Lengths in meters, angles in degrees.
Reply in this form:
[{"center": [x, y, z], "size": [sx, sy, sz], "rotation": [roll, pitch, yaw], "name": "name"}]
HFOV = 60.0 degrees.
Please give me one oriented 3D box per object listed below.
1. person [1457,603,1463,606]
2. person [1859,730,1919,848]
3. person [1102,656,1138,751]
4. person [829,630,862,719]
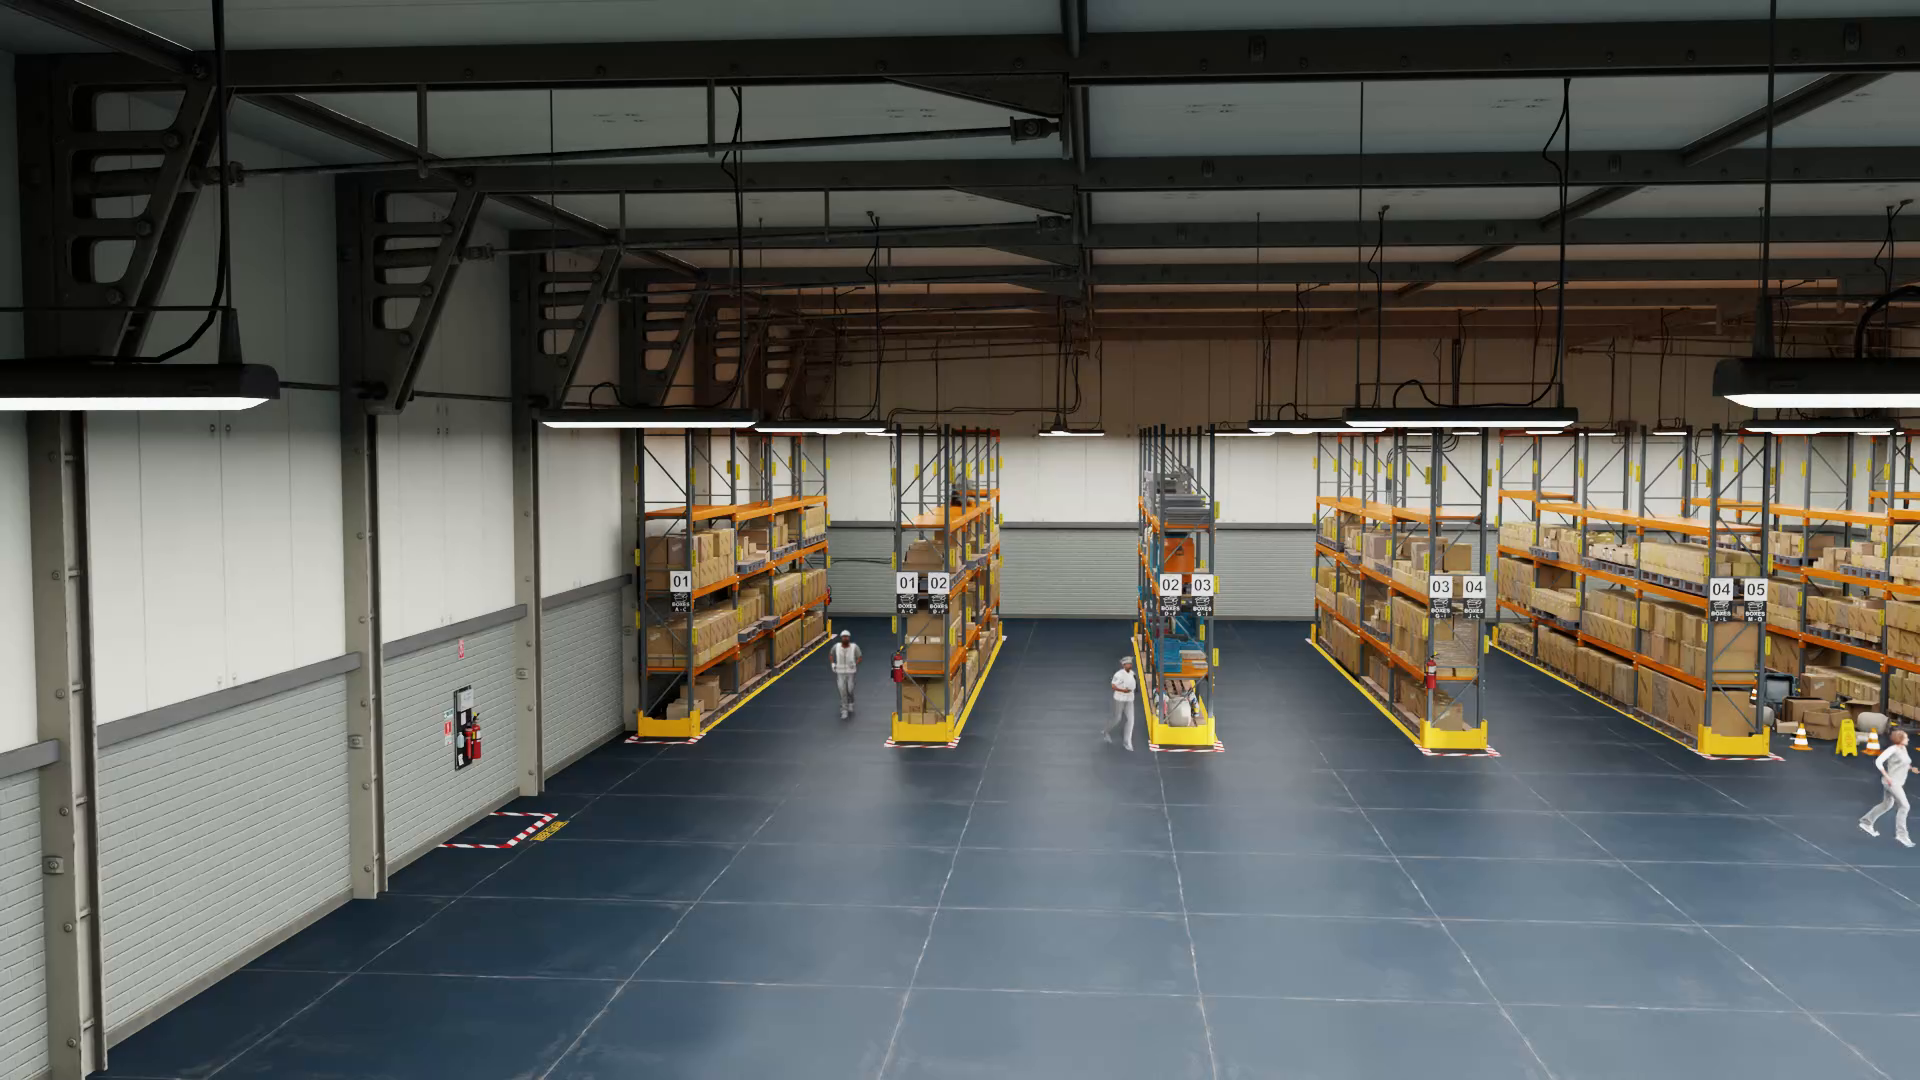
[{"center": [13.967, 2.025, 46.849], "size": [0.563, 1.696, 0.751], "rotation": [-2, 4, -30], "name": "person"}, {"center": [13.178, 3.482, 23.576], "size": [0.736, 1.631, 0.533], "rotation": [3, 4, 39], "name": "person"}, {"center": [3.039, 3.000, 30.900], "size": [0.591, 1.716, 0.855], "rotation": [-2, 4, -27], "name": "person"}, {"center": [-2.356, 2.747, 34.284], "size": [0.688, 1.783, 0.837], "rotation": [0, 3, -2], "name": "person"}]
